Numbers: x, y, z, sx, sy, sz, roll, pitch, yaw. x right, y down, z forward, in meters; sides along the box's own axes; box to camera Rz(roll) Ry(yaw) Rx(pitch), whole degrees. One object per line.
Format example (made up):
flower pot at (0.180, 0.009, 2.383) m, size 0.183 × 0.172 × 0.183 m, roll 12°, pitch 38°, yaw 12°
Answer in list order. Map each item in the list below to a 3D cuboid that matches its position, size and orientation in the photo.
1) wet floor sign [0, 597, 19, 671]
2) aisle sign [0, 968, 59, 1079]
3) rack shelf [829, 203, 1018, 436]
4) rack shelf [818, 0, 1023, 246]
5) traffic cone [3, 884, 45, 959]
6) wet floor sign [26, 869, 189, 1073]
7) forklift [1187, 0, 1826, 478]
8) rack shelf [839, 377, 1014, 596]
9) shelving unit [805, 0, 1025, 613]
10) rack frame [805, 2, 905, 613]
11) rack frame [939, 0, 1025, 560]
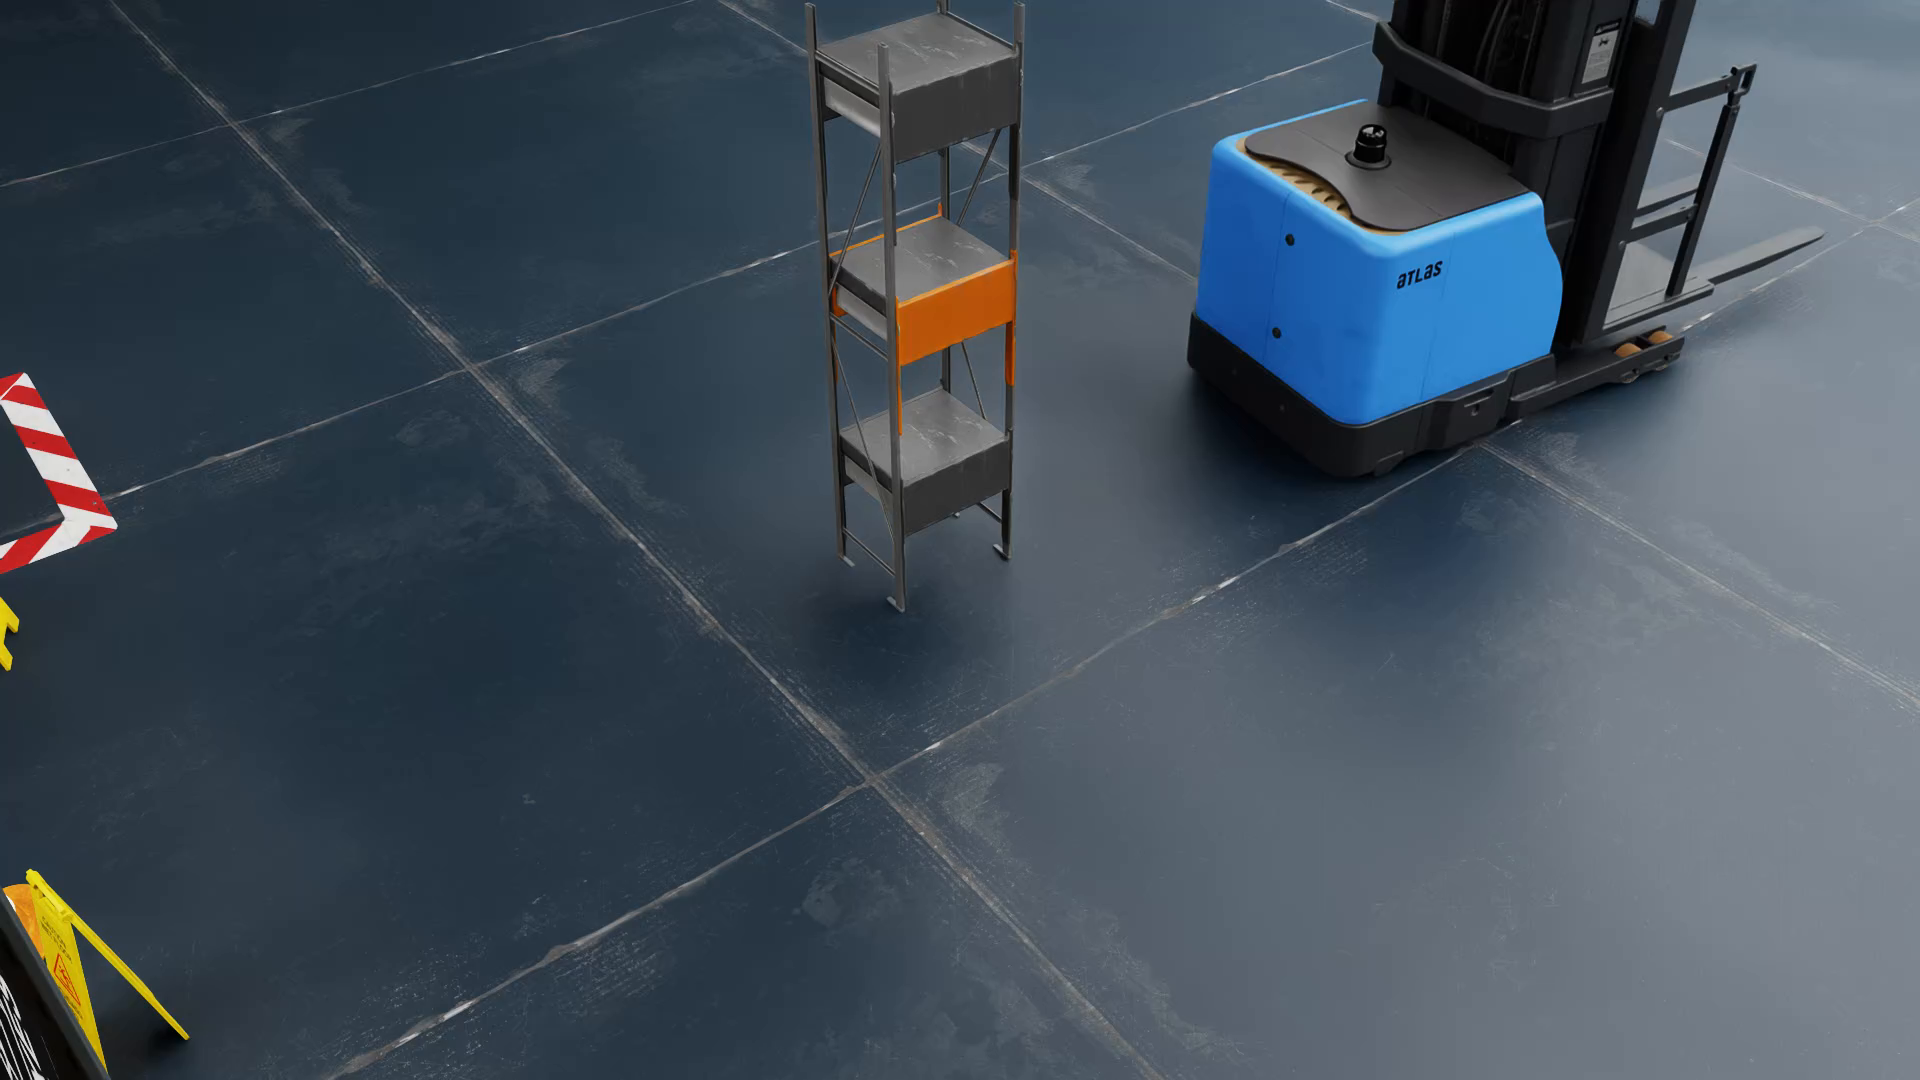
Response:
wet floor sign at (-3.408, 0.140, 5.571) m, size 0.232 × 0.644 × 0.267 m, roll -11°, pitch 41°, yaw -13°
aisle sign at (-0.875, 0.334, 1.429) m, size 0.004 × 0.787 × 0.394 m, roll -26°, pitch 46°, yaw -28°
rack shelf at (-0.131, -0.737, 5.515) m, size 0.480 × 0.518 × 0.431 m, roll -26°, pitch 46°, yaw -28°
rack shelf at (-0.131, -1.278, 5.071) m, size 0.480 × 0.518 × 0.431 m, roll -26°, pitch 46°, yaw -28°
traffic cone at (-2.820, 0.988, 4.681) m, size 0.334 × 0.463 × 0.336 m, roll -26°, pitch 46°, yaw -28°
wet floor sign at (-2.298, 1.119, 4.378) m, size 0.267 × 0.644 × 0.232 m, roll 30°, pitch 48°, yaw 31°
forklift at (2.496, -2.066, 6.458) m, size 3.031 × 2.935 × 1.130 m, roll -21°, pitch 44°, yaw -23°
rack shelf at (-0.131, -0.196, 5.959) m, size 0.480 × 0.518 × 0.431 m, roll -26°, pitch 46°, yaw -28°
shelving unit at (-0.131, -0.748, 5.506) m, size 0.503 × 2.100 × 0.431 m, roll -26°, pitch 46°, yaw -28°
rack frame at (-0.325, -0.654, 5.391) m, size 0.015 × 2.100 × 0.400 m, roll -26°, pitch 46°, yaw -28°
rack frame at (0.062, -0.842, 5.621) m, size 0.015 × 2.100 × 0.400 m, roll -26°, pitch 46°, yaw -28°
